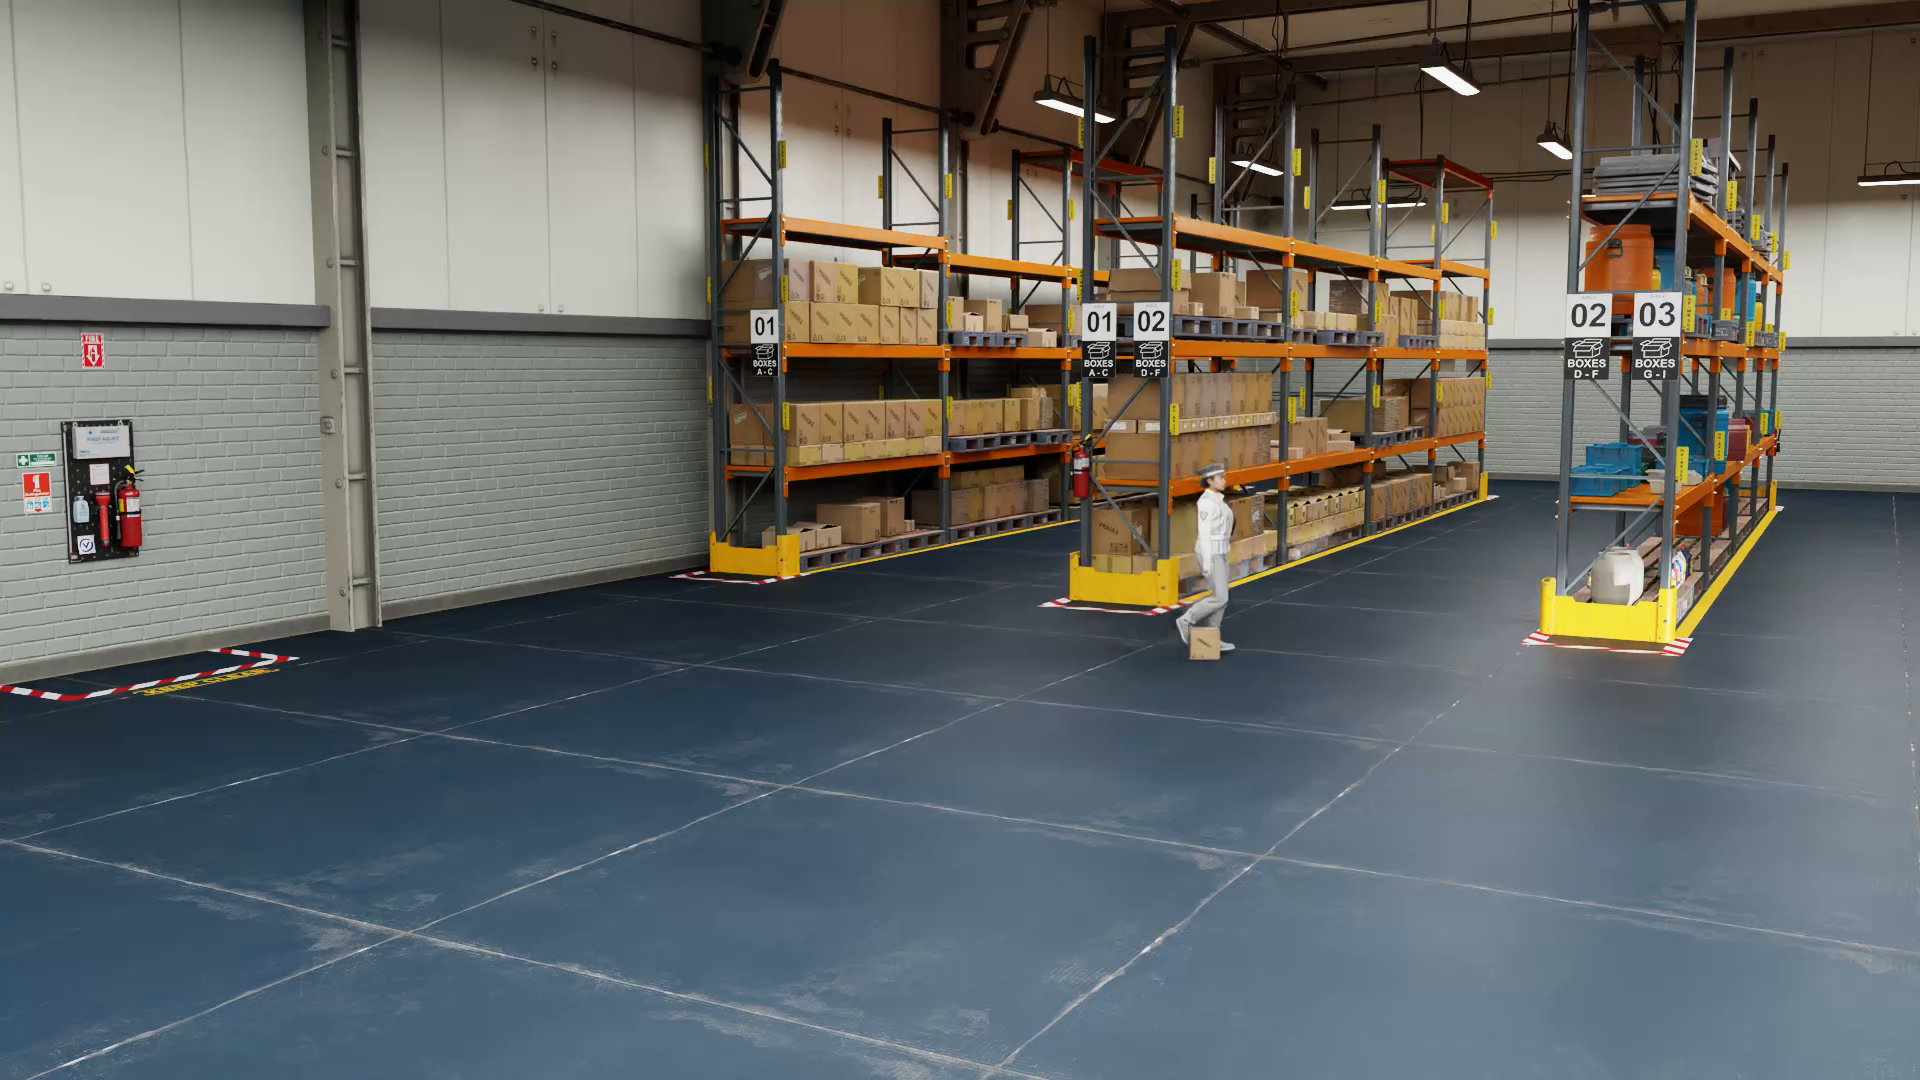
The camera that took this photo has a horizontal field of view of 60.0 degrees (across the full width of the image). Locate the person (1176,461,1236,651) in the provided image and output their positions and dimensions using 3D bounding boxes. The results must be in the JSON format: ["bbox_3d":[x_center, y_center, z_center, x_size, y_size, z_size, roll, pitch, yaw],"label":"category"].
[{"bbox_3d":[2.186,0.139,14.706,0.497,1.677,0.493,3,7,22],"label":"person"}]
